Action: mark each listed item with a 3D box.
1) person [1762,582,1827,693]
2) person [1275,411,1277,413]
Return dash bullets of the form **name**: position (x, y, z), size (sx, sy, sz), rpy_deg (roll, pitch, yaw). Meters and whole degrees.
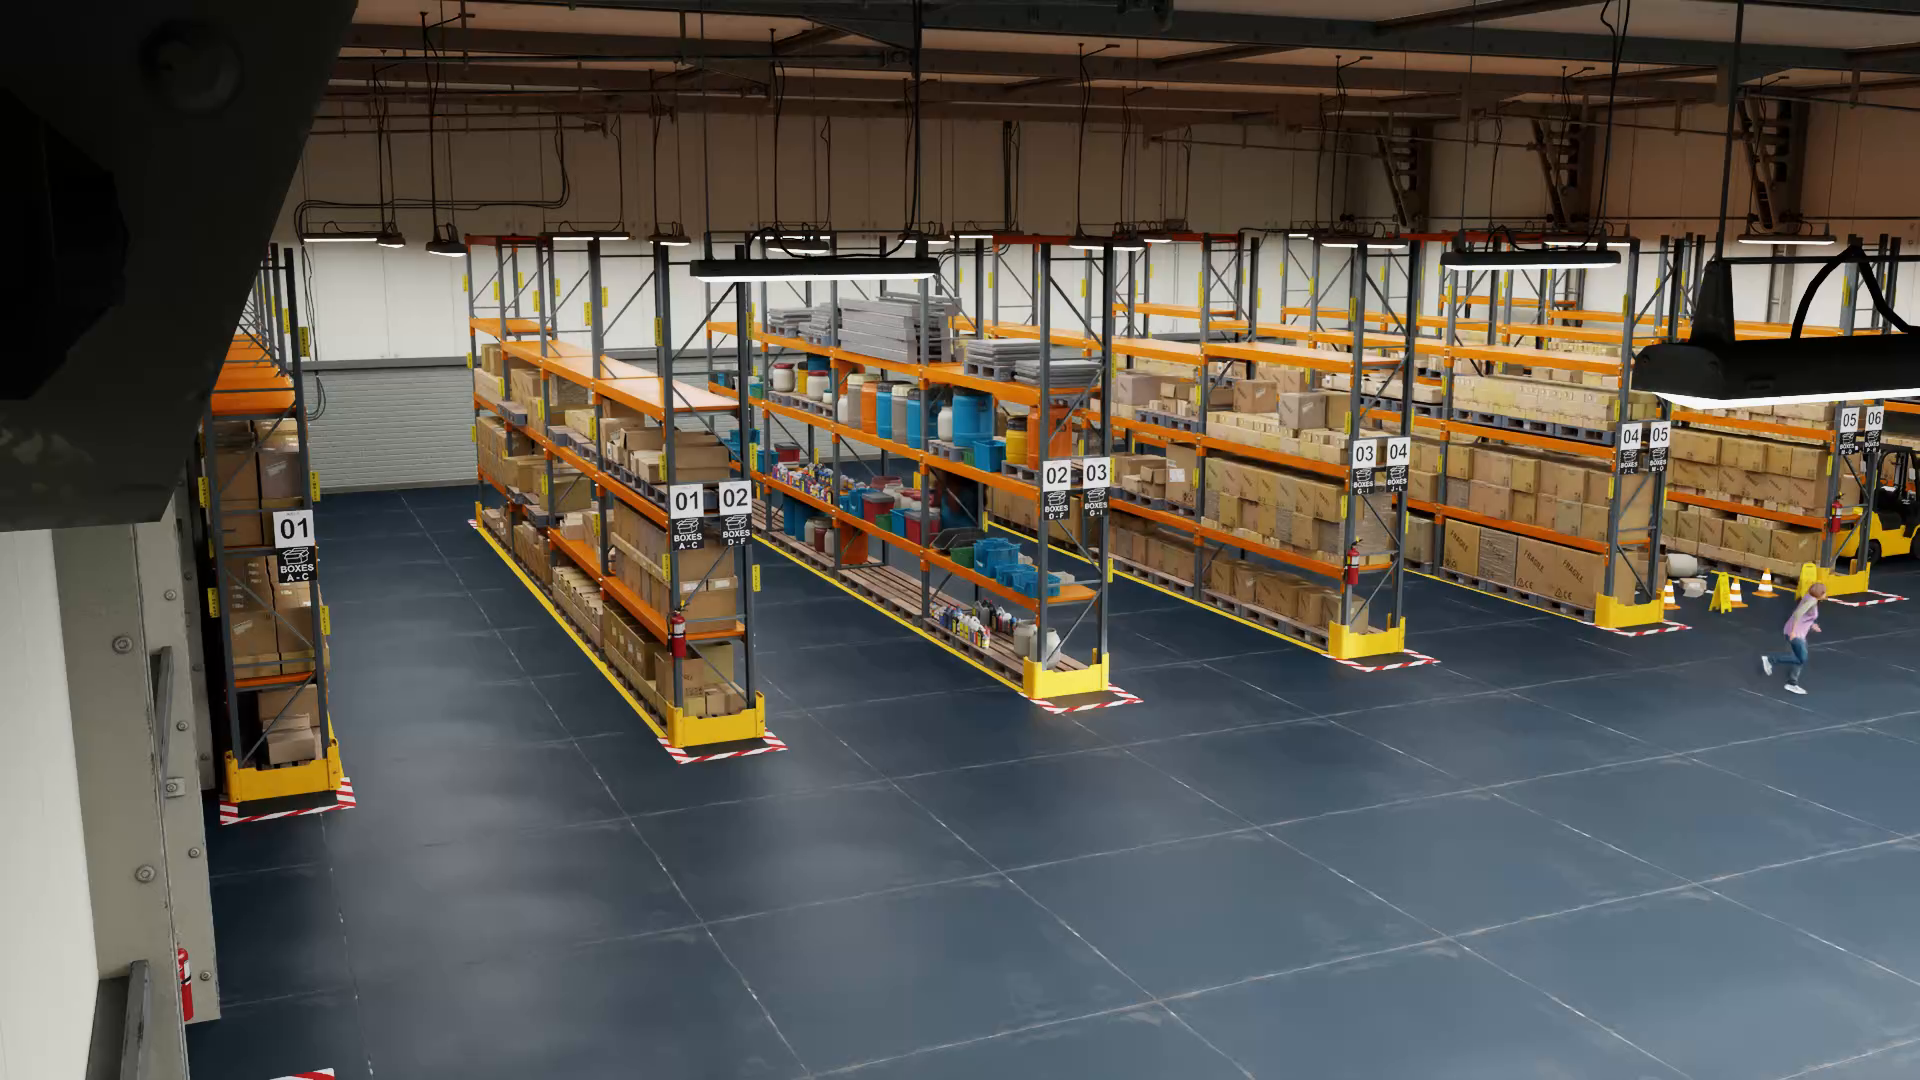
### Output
- **person**: position (11.275, 1.314, 22.499), size (0.717, 1.522, 0.532), rpy_deg (3, 12, 17)
- **person**: position (8.108, -2.910, 43.792), size (0.702, 1.734, 0.579), rpy_deg (-1, 11, -6)
